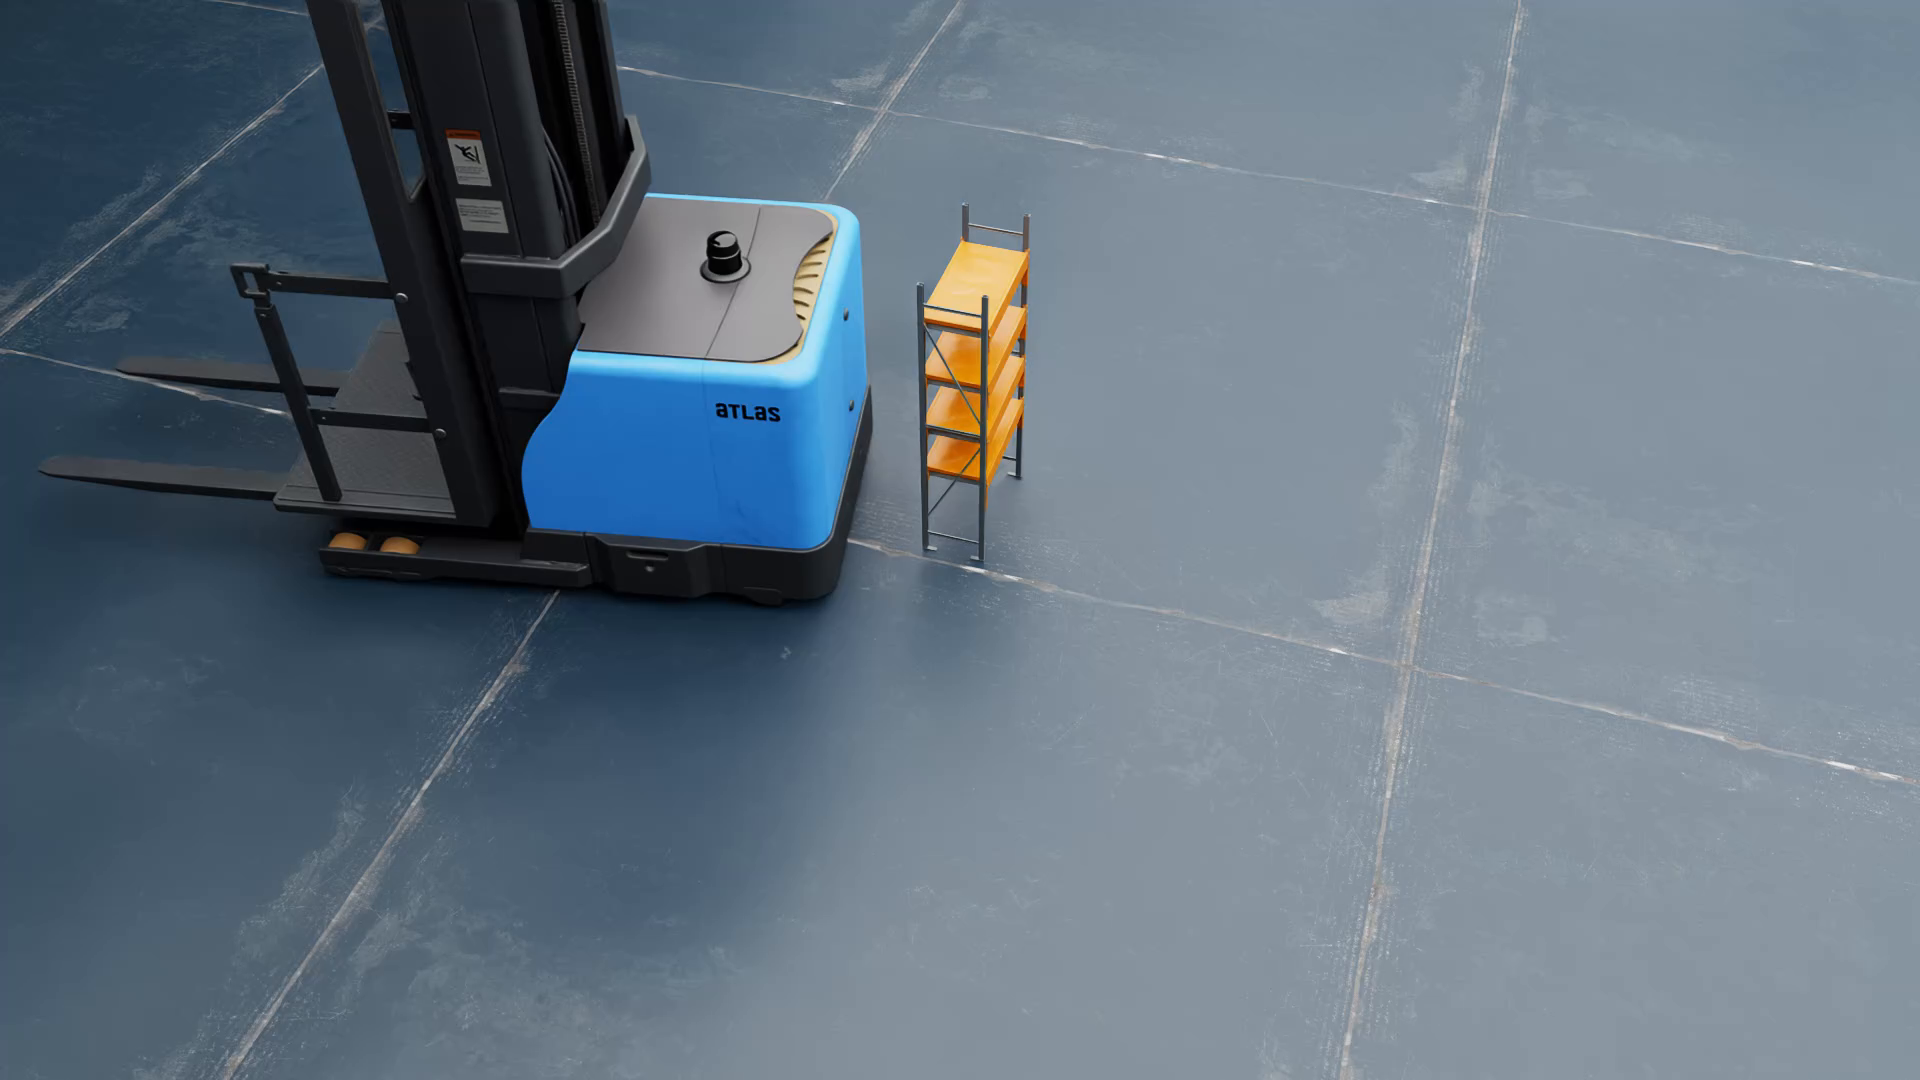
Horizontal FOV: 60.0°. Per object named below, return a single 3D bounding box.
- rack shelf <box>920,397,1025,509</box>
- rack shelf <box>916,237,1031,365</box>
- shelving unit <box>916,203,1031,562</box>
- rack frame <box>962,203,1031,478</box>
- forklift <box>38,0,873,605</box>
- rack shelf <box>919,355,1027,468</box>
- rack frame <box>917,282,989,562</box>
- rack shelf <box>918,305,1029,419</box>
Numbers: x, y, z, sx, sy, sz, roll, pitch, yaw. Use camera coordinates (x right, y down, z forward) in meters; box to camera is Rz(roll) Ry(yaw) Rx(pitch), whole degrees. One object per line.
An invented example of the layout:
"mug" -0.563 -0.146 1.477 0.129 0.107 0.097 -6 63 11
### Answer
"rack shelf" 0.050 -0.349 6.129 0.258 0.148 0.480 13 46 13
"rack shelf" 0.050 -0.820 5.668 0.258 0.148 0.480 13 46 13
"shelving unit" 0.050 -0.539 5.943 0.258 1.200 0.503 13 46 13
"rack frame" 0.124 -0.702 6.109 0.240 1.200 0.015 13 46 13
"forklift" -1.899 -1.260 5.442 3.031 2.935 1.130 5 45 5
"rack shelf" 0.050 -0.491 5.990 0.258 0.148 0.480 13 46 13
"rack frame" -0.024 -0.377 5.777 0.240 1.200 0.015 13 46 13
"rack shelf" 0.050 -0.651 5.834 0.258 0.148 0.480 13 46 13
